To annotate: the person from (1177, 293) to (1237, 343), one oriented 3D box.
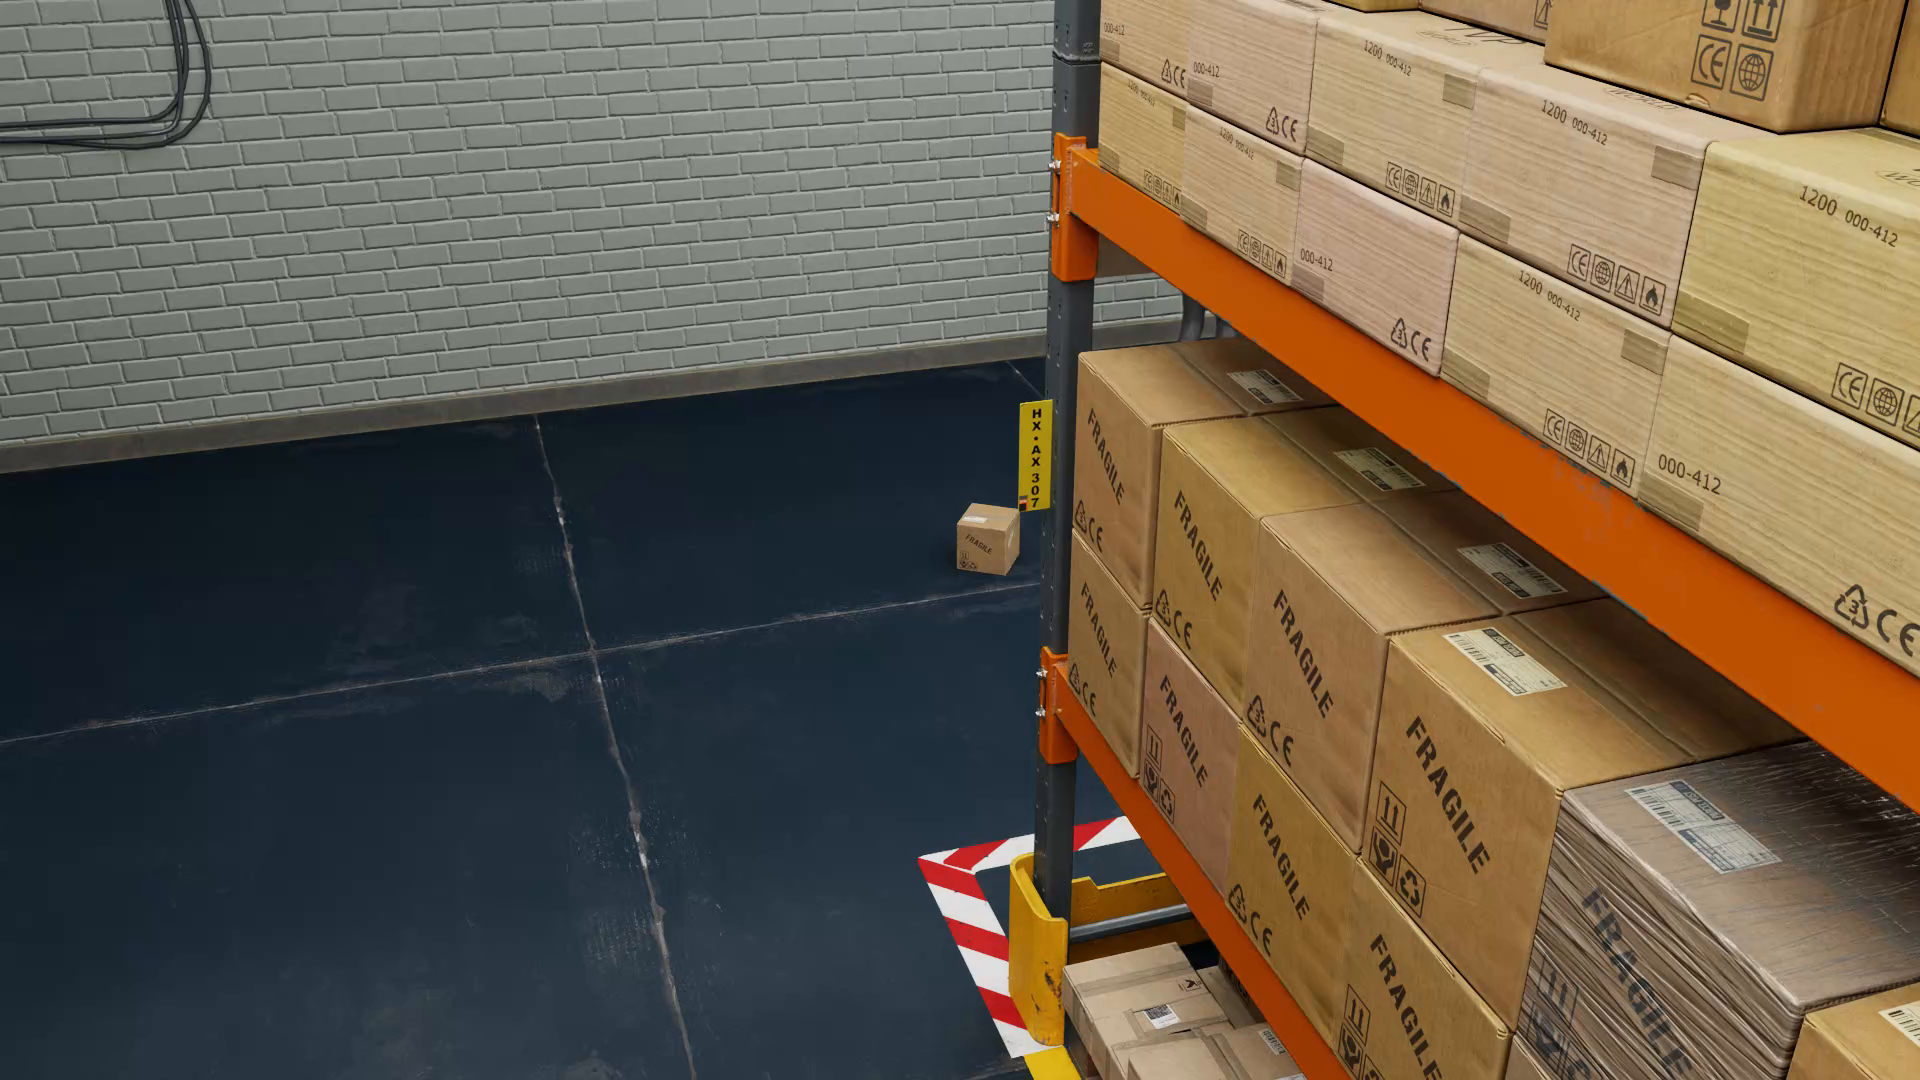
[{"bbox_3d":[1.515,-1.624,9.903,0.432,1.683,0.341,11,29,22],"label":"person"}]
